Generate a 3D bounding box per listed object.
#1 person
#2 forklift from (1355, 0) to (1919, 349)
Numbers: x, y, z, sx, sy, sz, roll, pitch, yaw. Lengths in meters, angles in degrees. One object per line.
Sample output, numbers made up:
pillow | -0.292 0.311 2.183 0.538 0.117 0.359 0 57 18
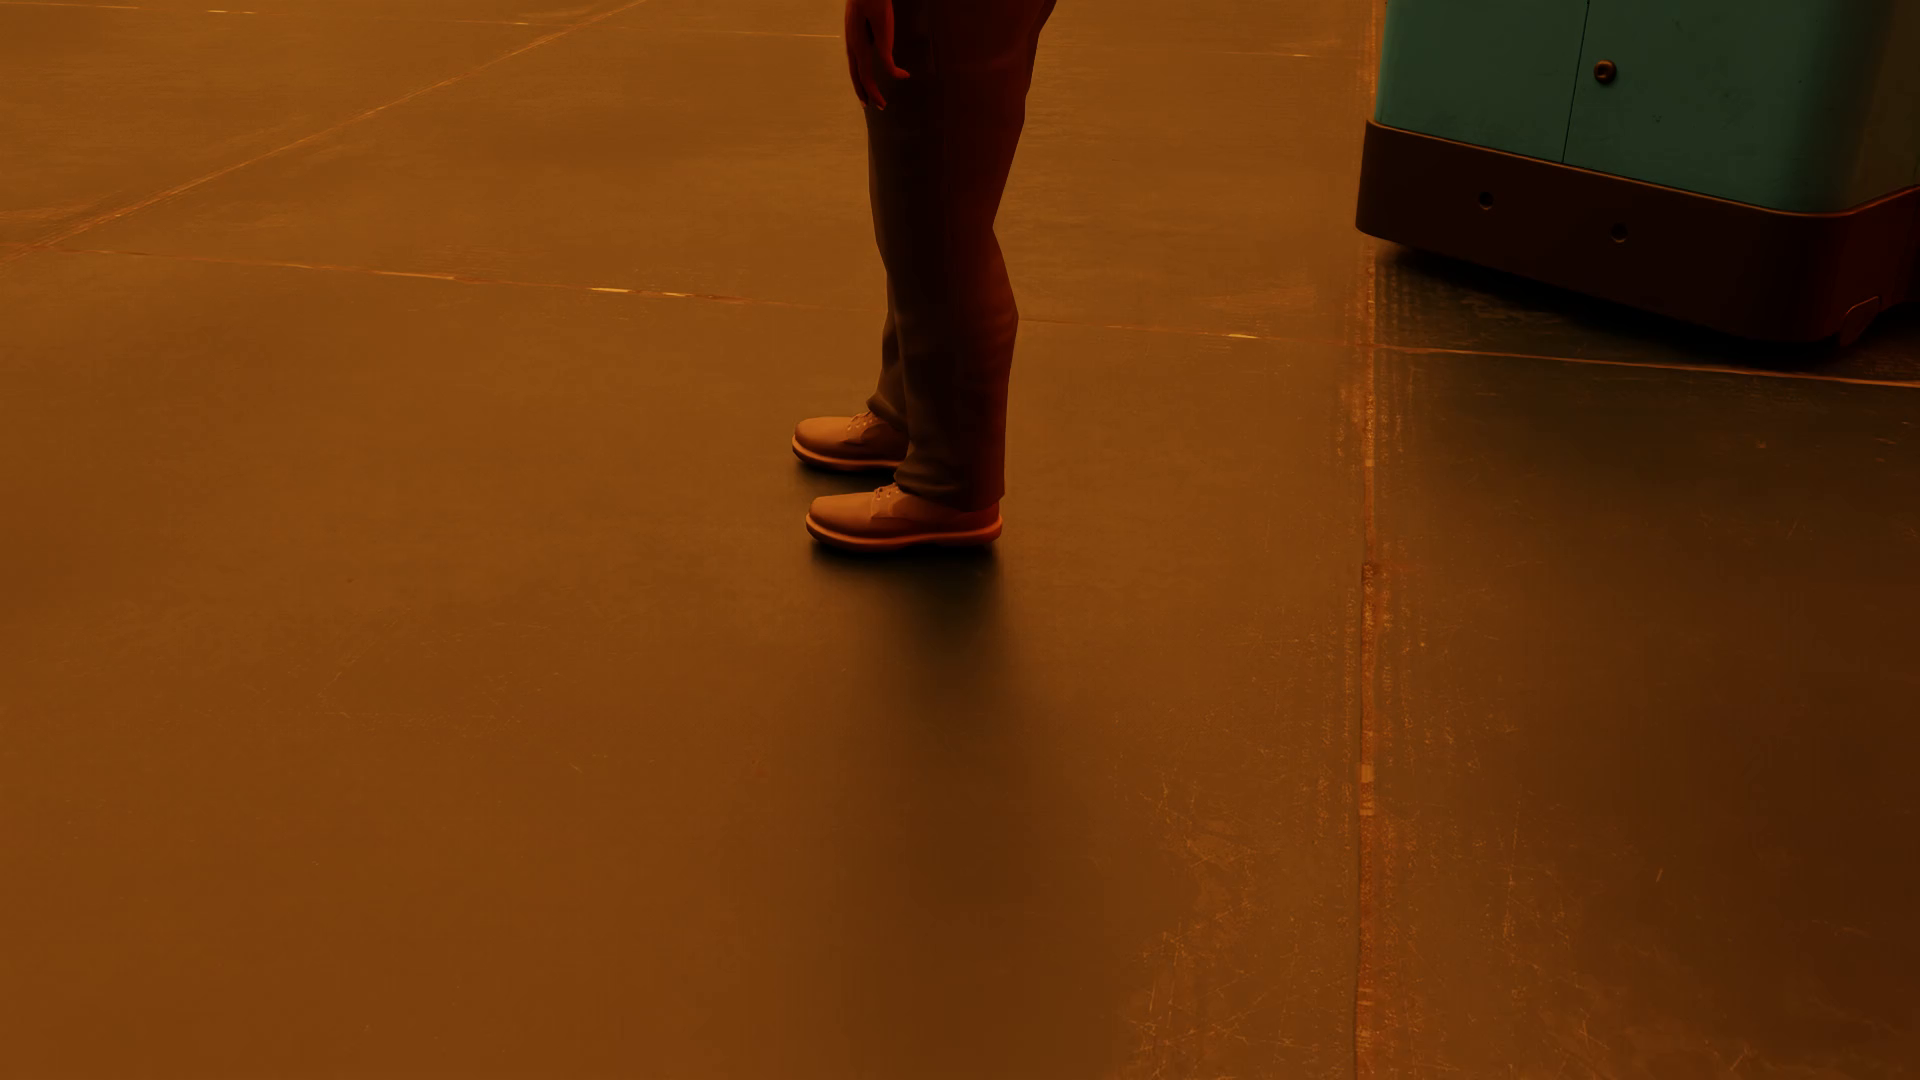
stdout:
person | -0.081 -0.762 2.158 0.504 1.654 0.570 6 27 11
forklift | 2.346 -2.202 3.610 3.031 2.935 1.130 -20 33 -35
